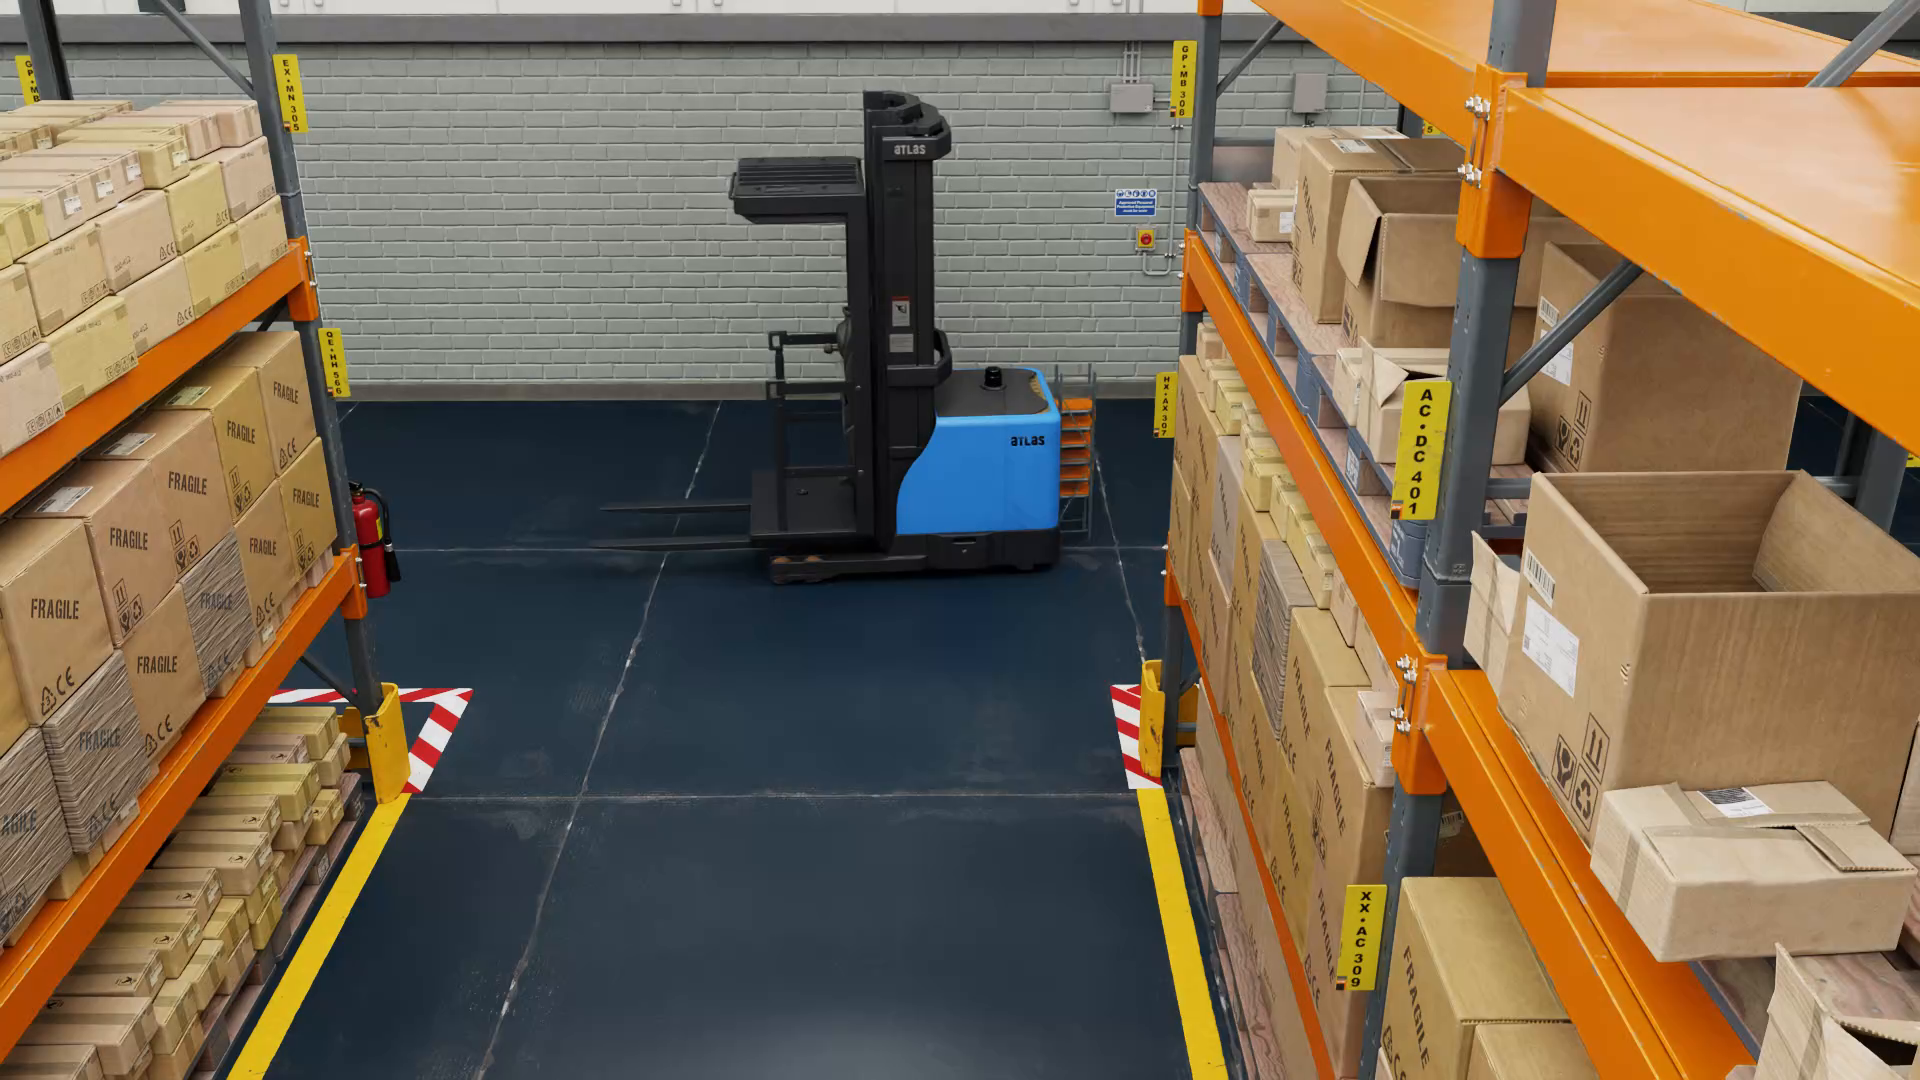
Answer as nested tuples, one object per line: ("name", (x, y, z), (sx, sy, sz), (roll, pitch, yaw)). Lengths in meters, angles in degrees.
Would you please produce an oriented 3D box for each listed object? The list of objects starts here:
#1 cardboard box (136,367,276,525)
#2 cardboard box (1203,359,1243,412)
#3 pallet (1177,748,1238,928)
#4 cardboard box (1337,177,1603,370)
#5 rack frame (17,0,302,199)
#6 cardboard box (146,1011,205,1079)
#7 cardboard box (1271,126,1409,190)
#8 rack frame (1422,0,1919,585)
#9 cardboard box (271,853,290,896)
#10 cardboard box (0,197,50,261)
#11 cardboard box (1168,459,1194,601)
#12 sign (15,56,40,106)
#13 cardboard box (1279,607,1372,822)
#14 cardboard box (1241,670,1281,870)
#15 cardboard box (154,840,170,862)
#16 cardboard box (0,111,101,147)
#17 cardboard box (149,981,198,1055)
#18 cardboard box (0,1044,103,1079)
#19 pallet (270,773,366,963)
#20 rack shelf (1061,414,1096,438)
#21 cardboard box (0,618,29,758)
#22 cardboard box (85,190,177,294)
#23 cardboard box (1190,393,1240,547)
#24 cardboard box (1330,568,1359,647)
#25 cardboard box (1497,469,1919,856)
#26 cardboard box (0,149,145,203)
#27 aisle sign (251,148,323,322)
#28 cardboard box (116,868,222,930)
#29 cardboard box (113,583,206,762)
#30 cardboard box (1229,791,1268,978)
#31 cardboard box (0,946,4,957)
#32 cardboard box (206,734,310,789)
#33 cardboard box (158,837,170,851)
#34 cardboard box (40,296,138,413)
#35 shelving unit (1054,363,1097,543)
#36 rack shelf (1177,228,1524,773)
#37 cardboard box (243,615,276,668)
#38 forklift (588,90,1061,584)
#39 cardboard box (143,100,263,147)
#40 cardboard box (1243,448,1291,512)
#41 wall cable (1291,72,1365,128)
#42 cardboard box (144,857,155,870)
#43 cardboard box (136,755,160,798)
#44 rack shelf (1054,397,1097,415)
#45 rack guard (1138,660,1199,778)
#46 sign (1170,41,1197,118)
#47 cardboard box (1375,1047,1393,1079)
("cardboard box", (-3.160, -0.385, 6.766), (0.500, 0.500, 0.500), (-1, 24, -2))
("cardboard box", (1.219, -0.642, 6.908), (0.380, 0.149, 0.250), (0, 24, 1))
("pallet", (1.617, 1.391, 7.918), (1.003, 0.211, 1.213), (0, 24, -1))
("cardboard box", (1.526, -0.766, 4.908), (0.797, 0.503, 0.637), (2, 24, 4))
("rack frame", (-3.419, -2.878, 6.693), (1.000, 3.000, 0.127), (0, 24, -1))
("cardboard box", (-3.113, 1.925, 6.303), (0.380, 0.149, 0.250), (-1, 24, -2))
("cardboard box", (1.624, -1.559, 6.967), (0.500, 0.250, 0.500), (-2, 24, -5))
("rack frame", (1.573, -1.294, 3.190), (1.000, 3.000, 0.127), (0, 24, -1))
("cardboard box", (-3.168, 1.495, 7.253), (0.380, 0.149, 0.250), (0, 24, 0))
("cardboard box", (-3.119, -0.975, 5.217), (0.380, 0.149, 0.250), (-1, 24, -2))
("cardboard box", (1.248, -0.055, 7.610), (0.500, 0.500, 0.500), (0, 24, -1))
("sign", (-3.962, -1.907, 7.126), (0.100, 0.325, 0.005), (0, 24, -1))
("cardboard box", (1.294, 0.536, 5.089), (0.500, 0.500, 0.500), (-1, 24, -1))
("cardboard box", (1.281, 0.785, 5.753), (0.500, 0.500, 0.500), (-1, 24, -1))
("cardboard box", (-3.221, 1.369, 7.172), (0.380, 0.149, 0.250), (-1, 24, -1))
("cardboard box", (-3.658, -1.613, 6.628), (0.380, 0.149, 0.250), (1, 24, 2))
("cardboard box", (-3.110, 1.792, 6.237), (0.380, 0.149, 0.250), (0, 24, -1))
("cardboard box", (-3.193, 1.872, 5.698), (0.380, 0.149, 0.250), (-1, 24, -2))
("pallet", (-3.445, 1.492, 7.694), (1.003, 0.211, 1.213), (0, 24, -1))
("rack shelf", (0.752, -0.747, 10.972), (0.258, 0.103, 0.180), (-3, 24, -6))
("cardboard box", (-3.158, 0.466, 4.883), (0.500, 0.500, 0.500), (-1, 24, -2))
("cardboard box", (-3.150, -1.060, 5.890), (0.500, 0.250, 0.500), (0, 24, 0))
("cardboard box", (1.263, -0.298, 6.933), (0.500, 0.500, 0.500), (-1, 24, -2))
("cardboard box", (1.344, 0.201, 5.043), (0.380, 0.149, 0.250), (0, 24, -1))
("cardboard box", (1.293, 0.201, 2.895), (0.500, 0.500, 0.500), (-1, 24, -2))
("cardboard box", (-3.160, -1.296, 5.927), (0.380, 0.149, 0.250), (-1, 24, -2))
("aisle sign", (-3.120, -1.360, 7.463), (0.394, 0.787, 0.004), (0, 24, -1))
("cardboard box", (-3.195, 1.445, 6.642), (0.380, 0.149, 0.250), (-1, 24, -2))
("cardboard box", (-3.146, 0.485, 6.055), (0.500, 0.500, 0.500), (1, 24, 2))
("cardboard box", (1.655, 1.416, 7.078), (0.875, 0.438, 0.875), (0, 24, 1))
("cardboard box", (-3.184, 1.284, 5.075), (0.380, 0.149, 0.250), (-1, 24, -3))
("cardboard box", (-3.215, 1.013, 7.599), (0.380, 0.149, 0.250), (0, 24, 0))
("cardboard box", (-3.632, 1.258, 7.417), (0.380, 0.149, 0.250), (0, 24, 0))
("cardboard box", (-3.119, -0.623, 5.530), (0.500, 0.250, 0.500), (1, 24, 2))
("shelving unit", (0.752, -0.569, 11.052), (0.258, 1.200, 0.189), (-3, 24, -6))
("rack shelf", (1.551, -0.423, 5.779), (1.077, 0.370, 4.000), (0, 24, -1))
("cardboard box", (-3.124, 0.414, 7.000), (0.380, 0.149, 0.250), (0, 24, 1))
("forklift", (-0.897, -1.282, 10.528), (3.031, 2.935, 1.130), (-2, 24, -5))
("cardboard box", (-3.122, -1.717, 6.857), (0.380, 0.149, 0.250), (0, 24, -1))
("cardboard box", (1.231, -0.218, 5.971), (0.380, 0.149, 0.250), (-1, 24, -2))
("wall cable", (2.863, -3.006, 13.023), (0.588, 1.984, 0.122), (0, 24, -1))
("cardboard box", (-3.746, 1.496, 7.252), (0.380, 0.149, 0.250), (0, 24, 0))
("cardboard box", (-3.164, 0.847, 6.042), (0.380, 0.149, 0.250), (1, 24, 1))
("rack shelf", (0.752, -0.857, 10.922), (0.258, 0.103, 0.180), (-3, 24, -6))
("rack guard", (1.529, 0.921, 8.608), (1.175, 0.500, 0.348), (0, 24, -1))
("sign", (0.975, -2.009, 7.256), (0.100, 0.325, 0.005), (0, 24, -1))
("cardboard box", (1.296, 1.463, 3.951), (0.500, 0.250, 0.500), (-1, 24, -2))
